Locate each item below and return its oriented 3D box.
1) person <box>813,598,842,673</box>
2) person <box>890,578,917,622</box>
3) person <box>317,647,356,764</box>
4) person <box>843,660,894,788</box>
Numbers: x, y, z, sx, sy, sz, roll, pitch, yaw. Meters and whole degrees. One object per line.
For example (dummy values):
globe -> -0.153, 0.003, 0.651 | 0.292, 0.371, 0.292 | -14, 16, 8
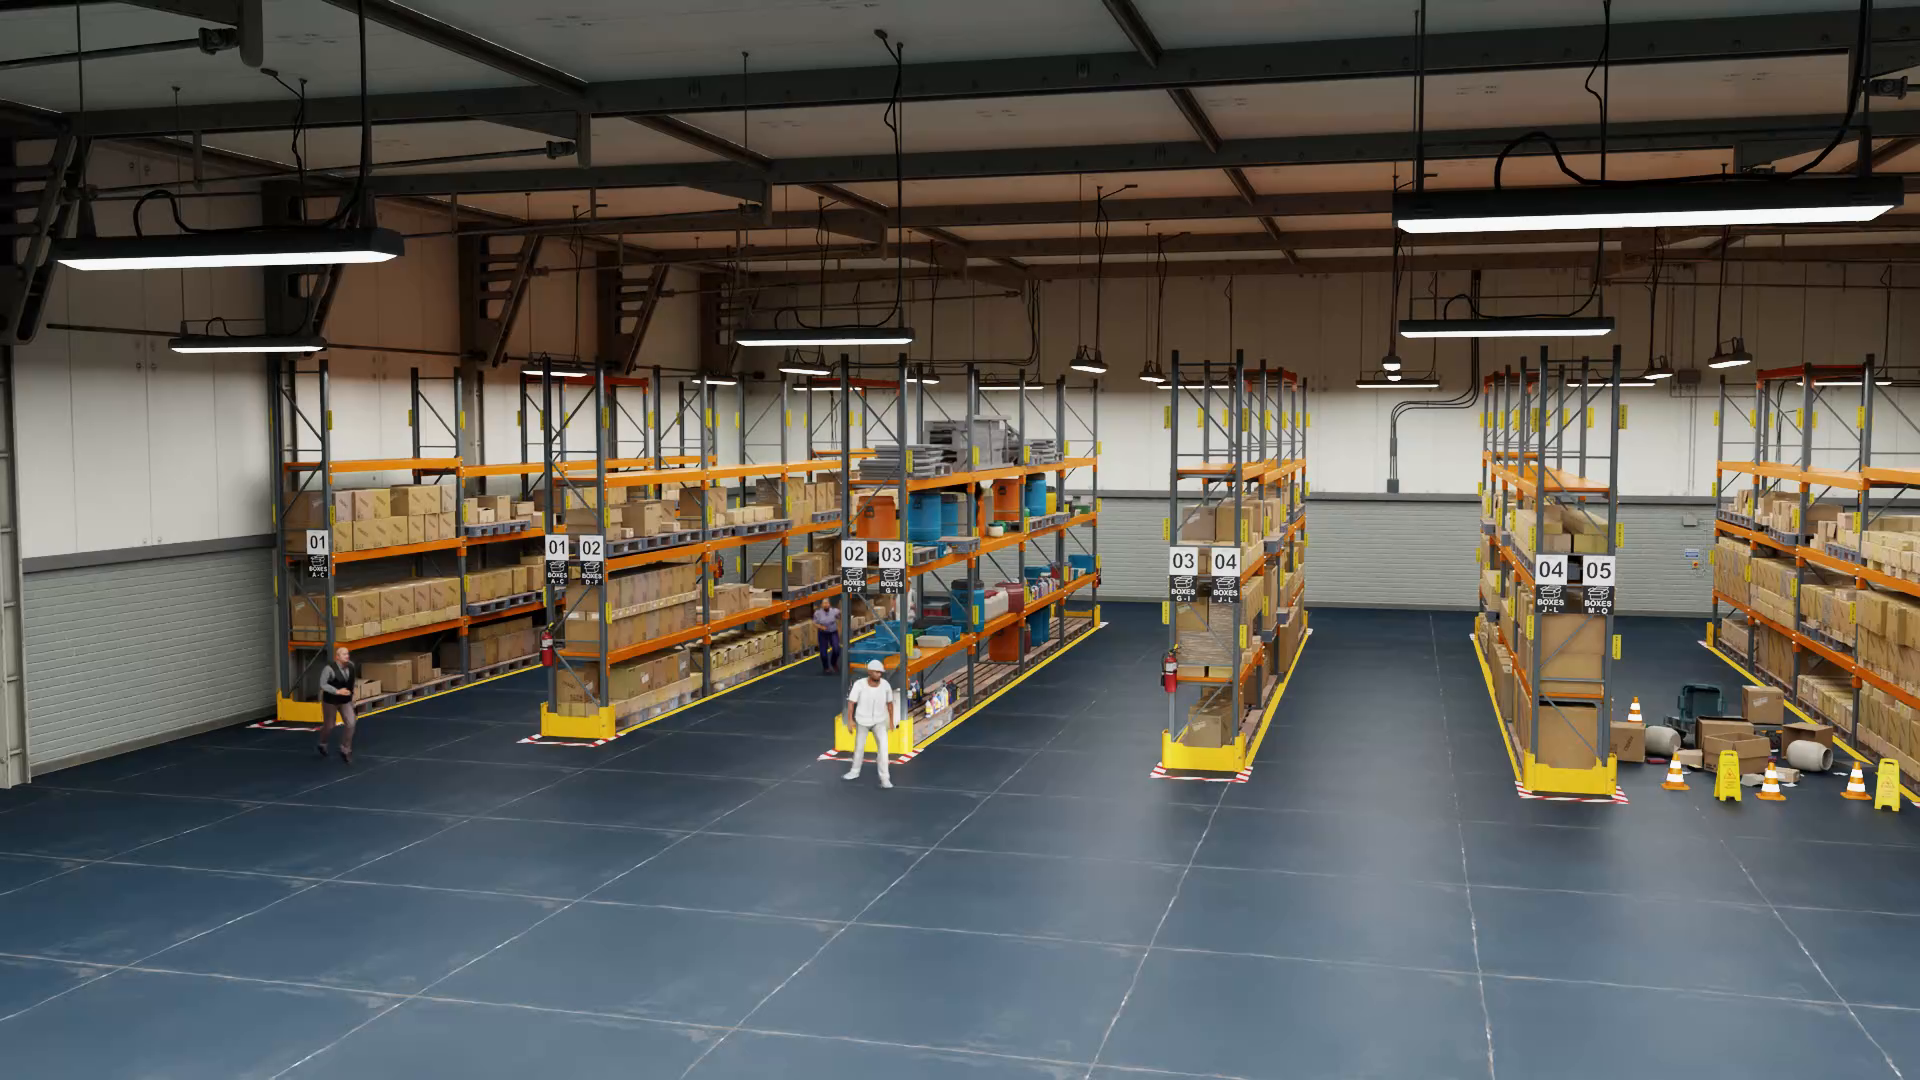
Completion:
person -> -2.588, 1.883, 32.672 | 0.611, 1.542, 0.828 | 0, 4, -4
person -> -1.172, 1.612, 34.667 | 0.652, 1.746, 0.656 | 1, 4, 12
person -> -9.189, 2.416, 24.480 | 0.903, 1.732, 0.673 | 4, 5, 41
person -> -1.225, 2.497, 22.841 | 0.715, 1.709, 0.895 | -1, 4, -17
